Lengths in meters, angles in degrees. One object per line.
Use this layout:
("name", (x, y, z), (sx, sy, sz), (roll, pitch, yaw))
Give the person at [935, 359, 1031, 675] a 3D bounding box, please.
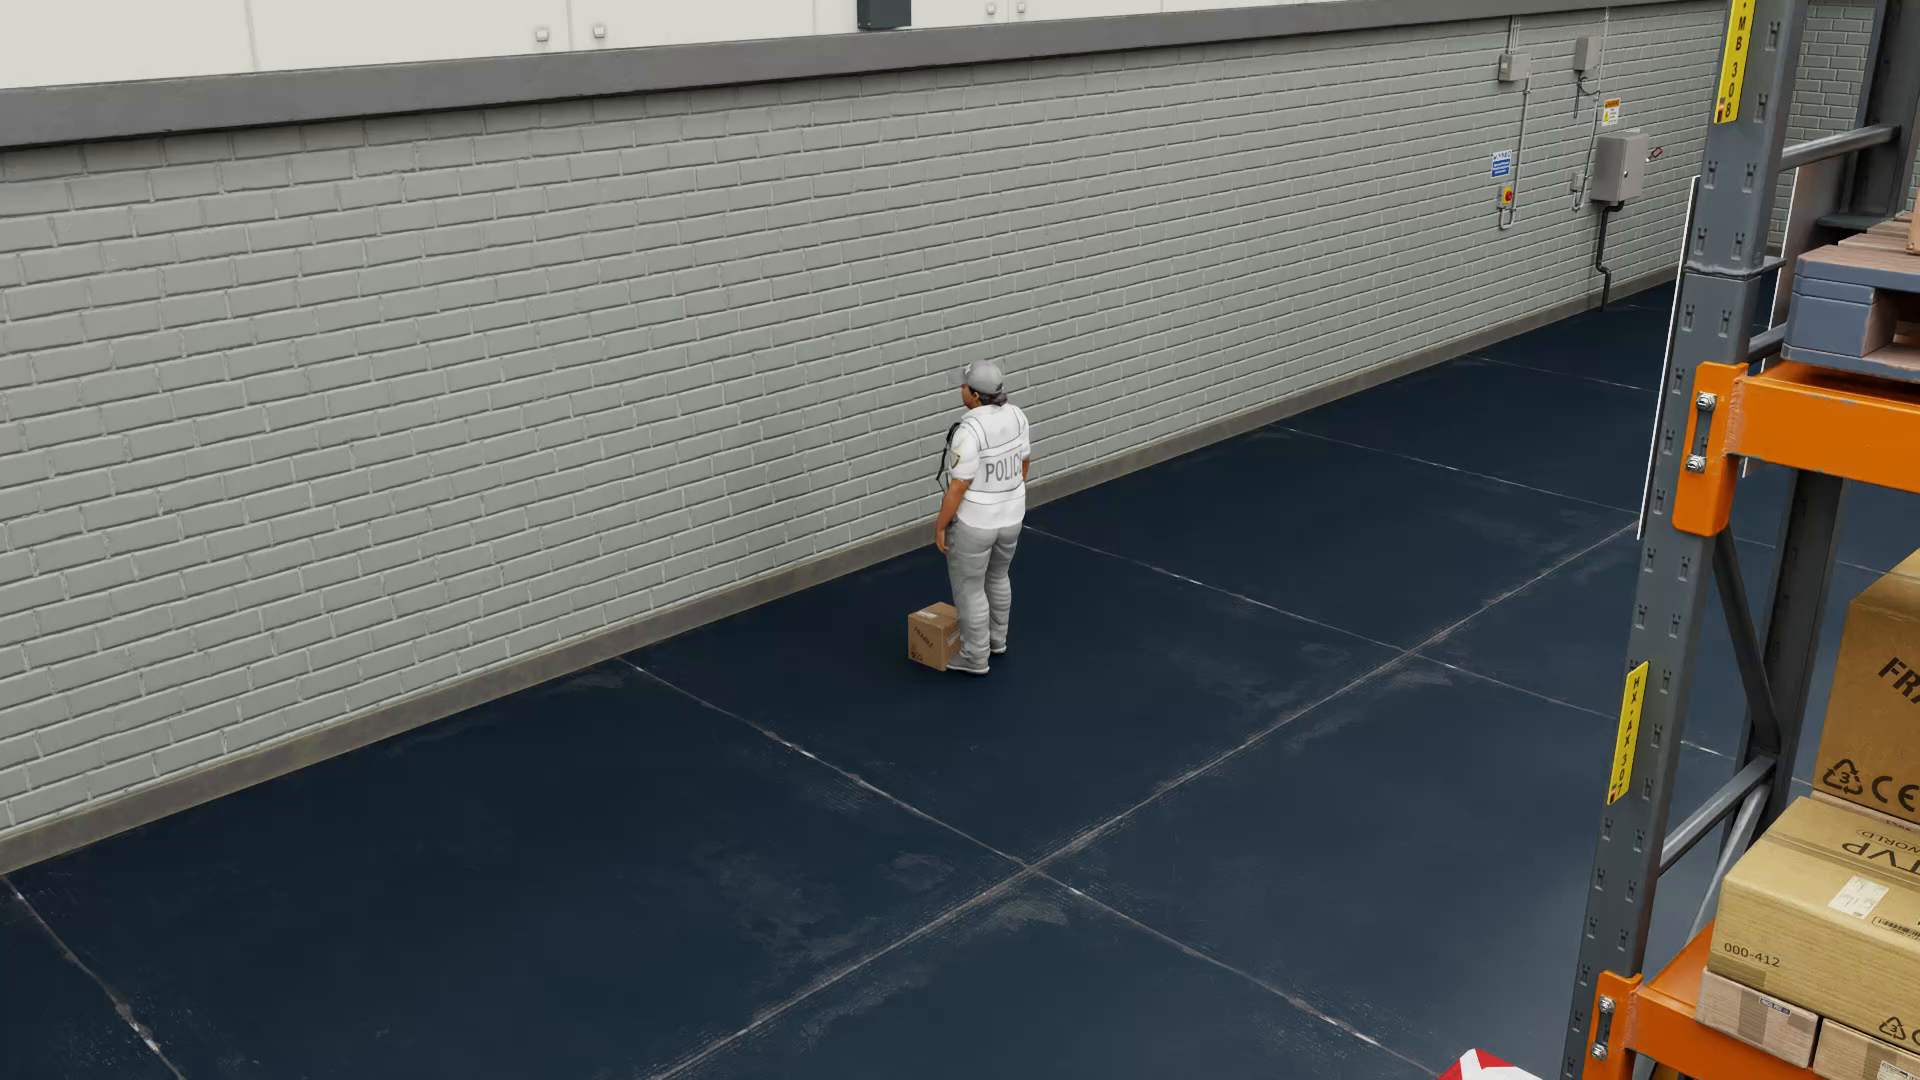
("person", (0.066, -0.127, 8.418), (0.529, 1.670, 0.597), (19, 28, 41))
